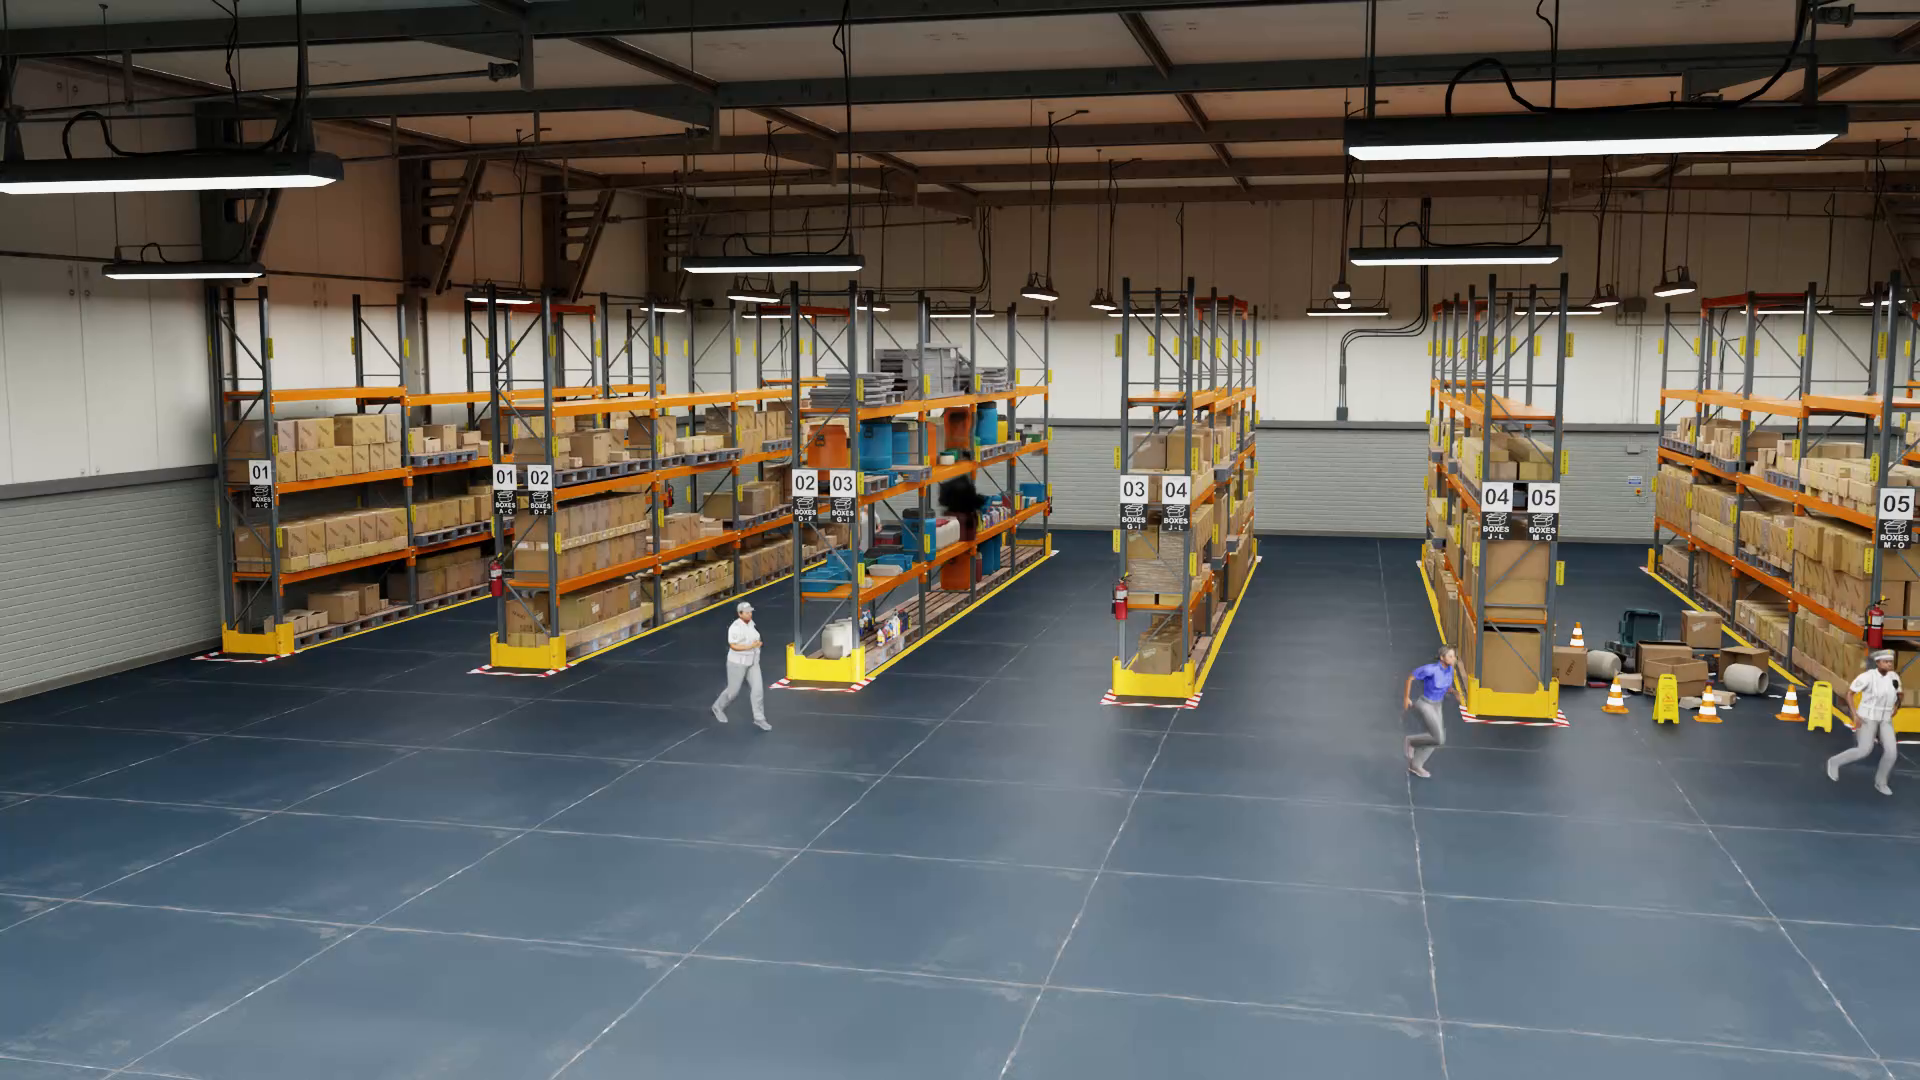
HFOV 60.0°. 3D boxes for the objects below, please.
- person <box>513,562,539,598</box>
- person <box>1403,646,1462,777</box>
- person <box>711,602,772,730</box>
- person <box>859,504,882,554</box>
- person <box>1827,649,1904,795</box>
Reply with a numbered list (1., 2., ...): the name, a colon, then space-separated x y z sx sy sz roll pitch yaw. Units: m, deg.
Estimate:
1. person: -7.753 0.675 30.040 0.691 1.694 0.577 0 7 4
2. person: 5.550 2.004 19.468 0.562 1.582 0.676 -6 9 -42
3. person: -2.879 1.641 21.931 0.933 1.669 0.598 5 8 34
4. person: -1.864 0.014 33.947 0.560 1.628 0.551 1 7 13
5. person: 10.357 2.049 18.902 0.767 1.685 0.583 -1 7 -11
